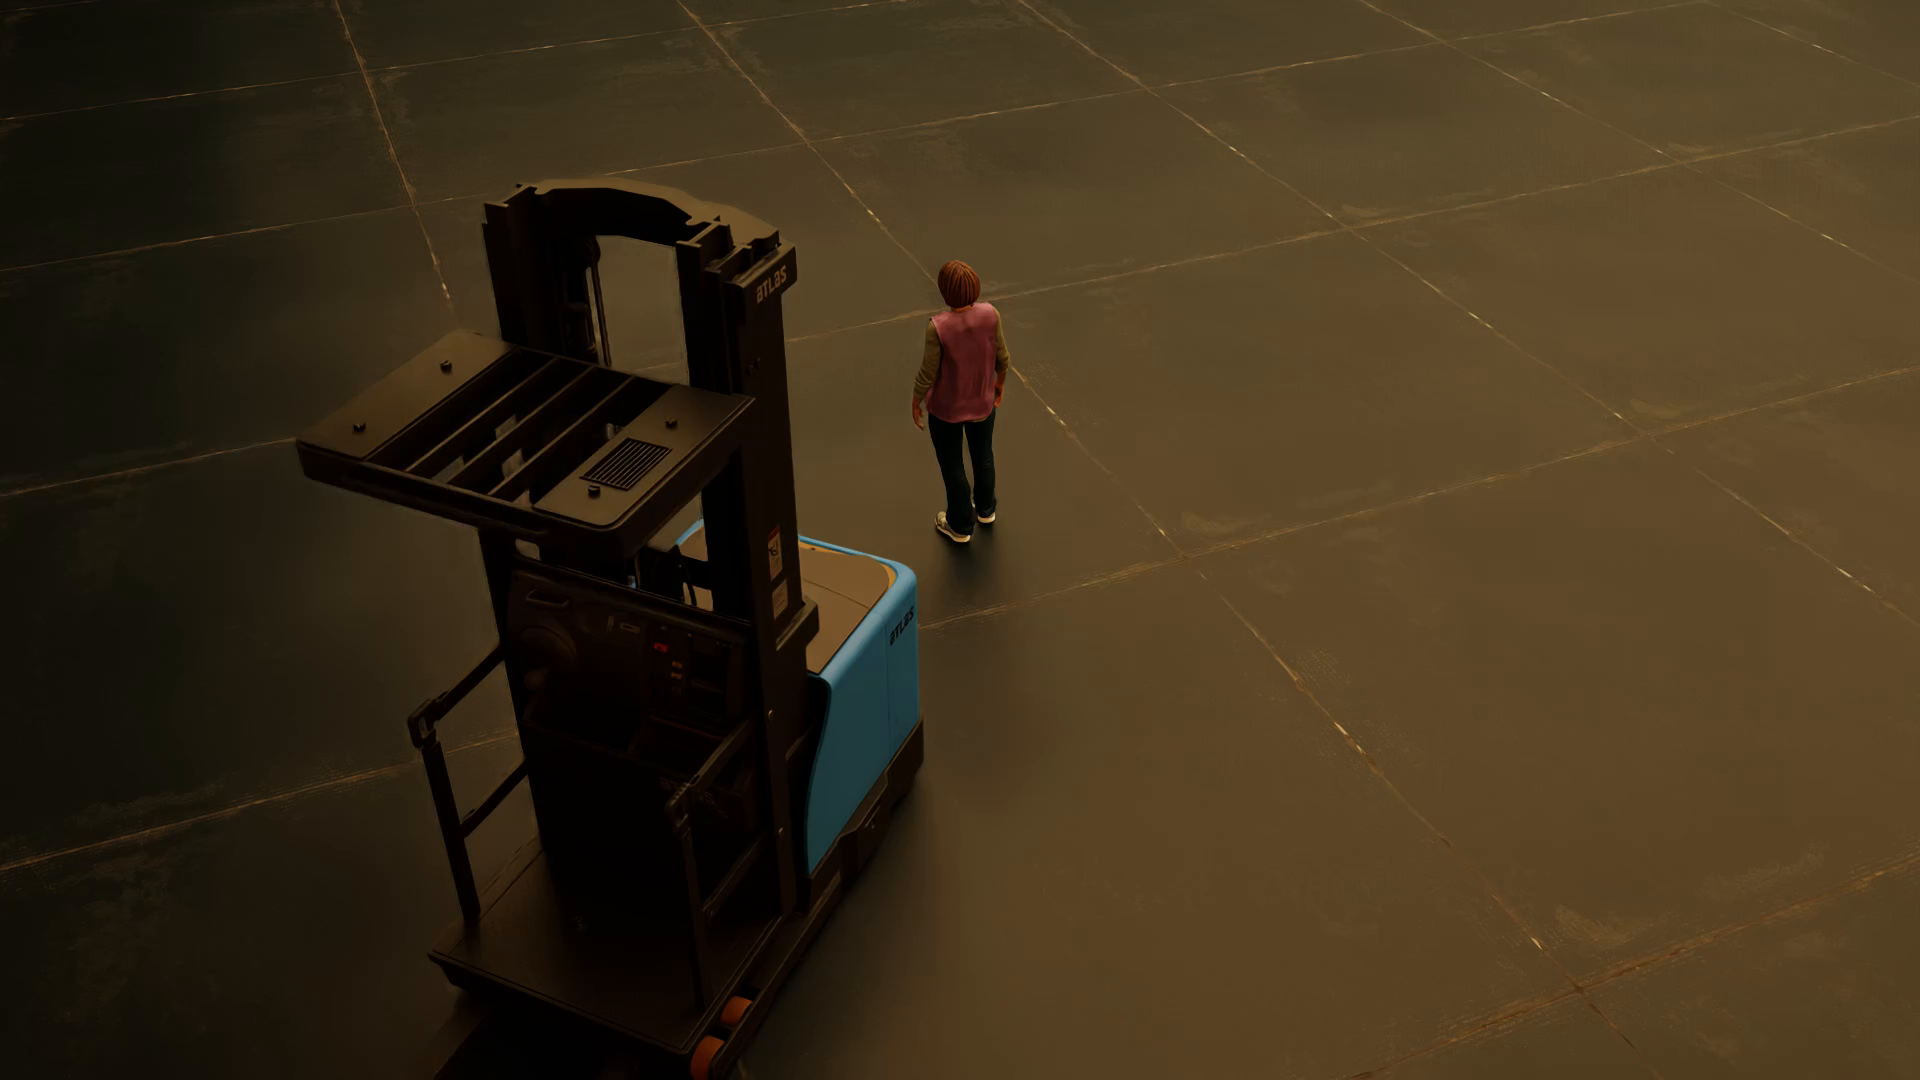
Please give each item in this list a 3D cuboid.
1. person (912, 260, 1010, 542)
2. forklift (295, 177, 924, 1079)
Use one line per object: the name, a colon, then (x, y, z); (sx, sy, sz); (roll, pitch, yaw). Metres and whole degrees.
person: (-0.017, -0.700, 8.222); (0.520, 1.600, 0.472); (-14, 38, -19)
forklift: (-1.223, 0.448, 5.469); (1.130, 2.935, 3.031); (15, 38, 20)
